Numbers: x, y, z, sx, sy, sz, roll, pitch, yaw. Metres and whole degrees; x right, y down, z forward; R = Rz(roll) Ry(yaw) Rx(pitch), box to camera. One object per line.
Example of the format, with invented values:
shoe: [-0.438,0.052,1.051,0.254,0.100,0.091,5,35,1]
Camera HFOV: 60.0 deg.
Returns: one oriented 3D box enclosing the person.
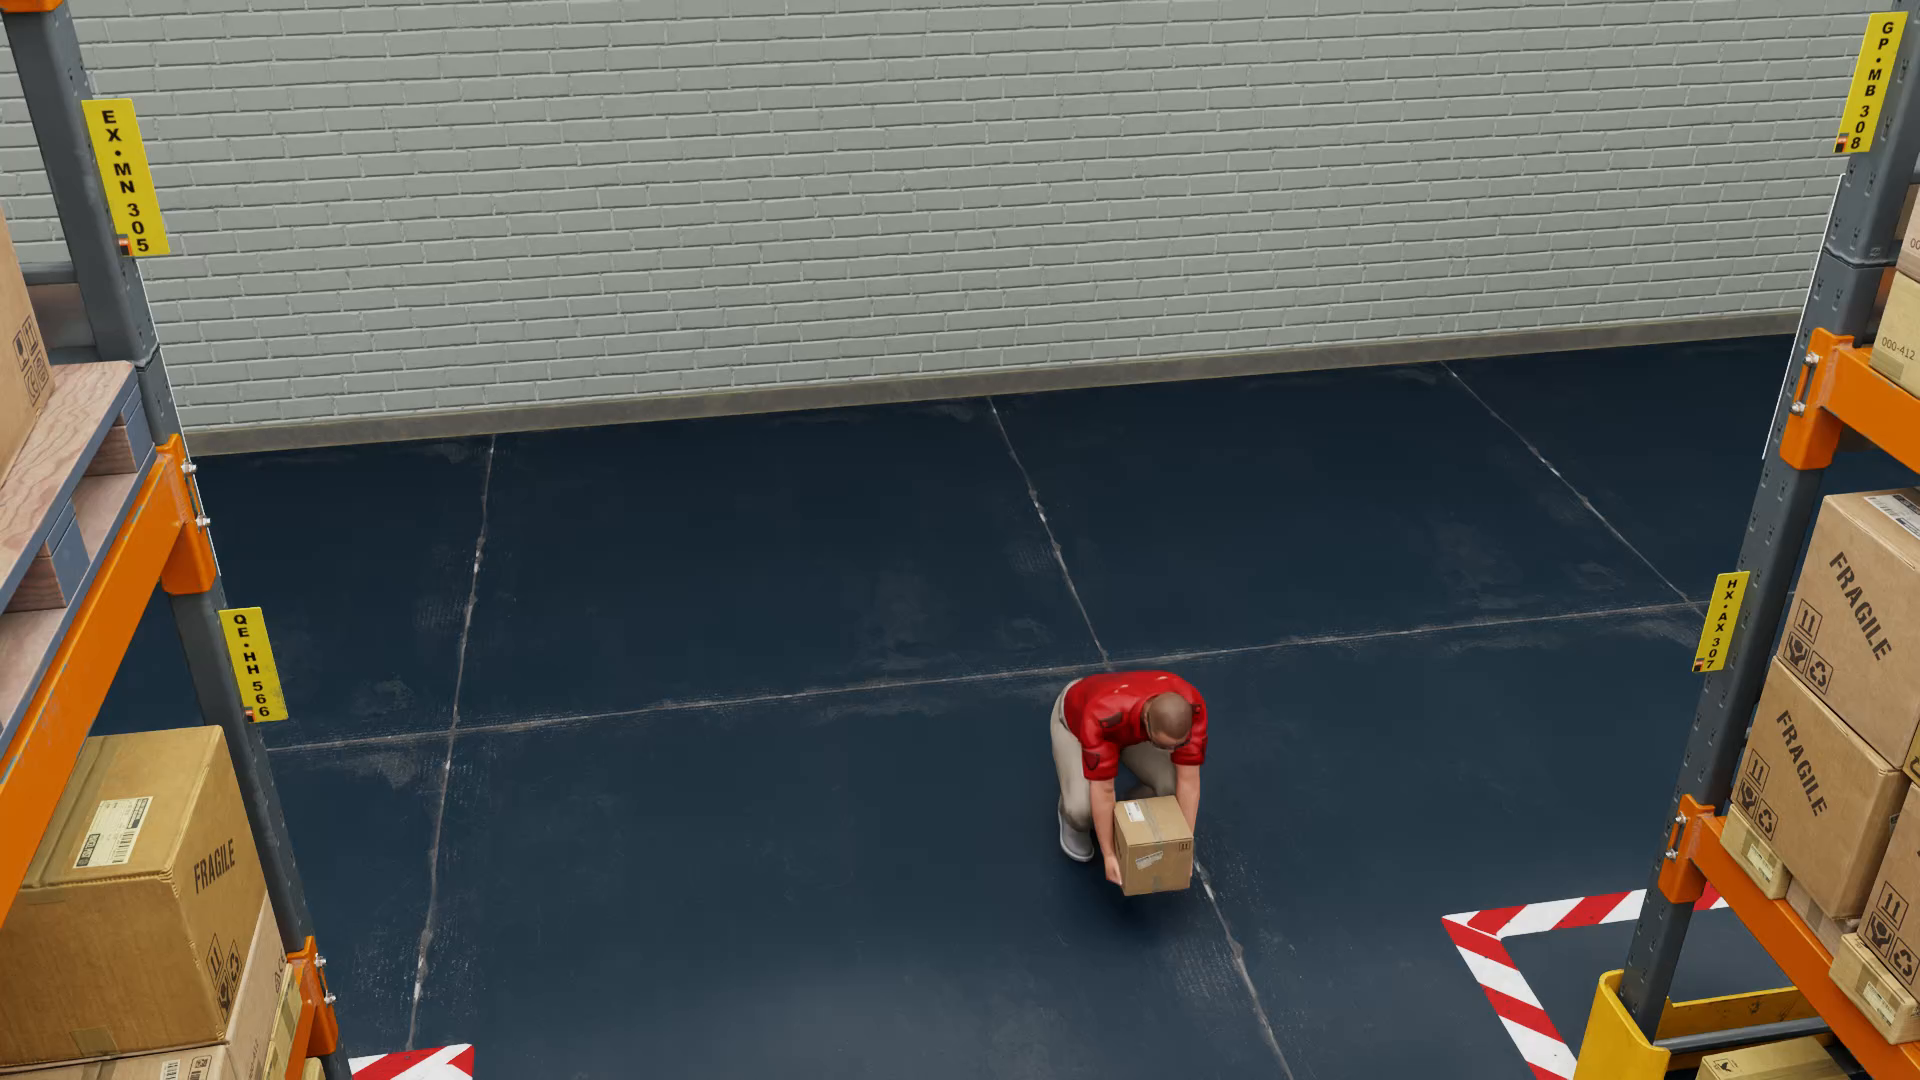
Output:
person: [0.649,0.843,6.453,0.537,0.996,0.866,-6,31,-10]
